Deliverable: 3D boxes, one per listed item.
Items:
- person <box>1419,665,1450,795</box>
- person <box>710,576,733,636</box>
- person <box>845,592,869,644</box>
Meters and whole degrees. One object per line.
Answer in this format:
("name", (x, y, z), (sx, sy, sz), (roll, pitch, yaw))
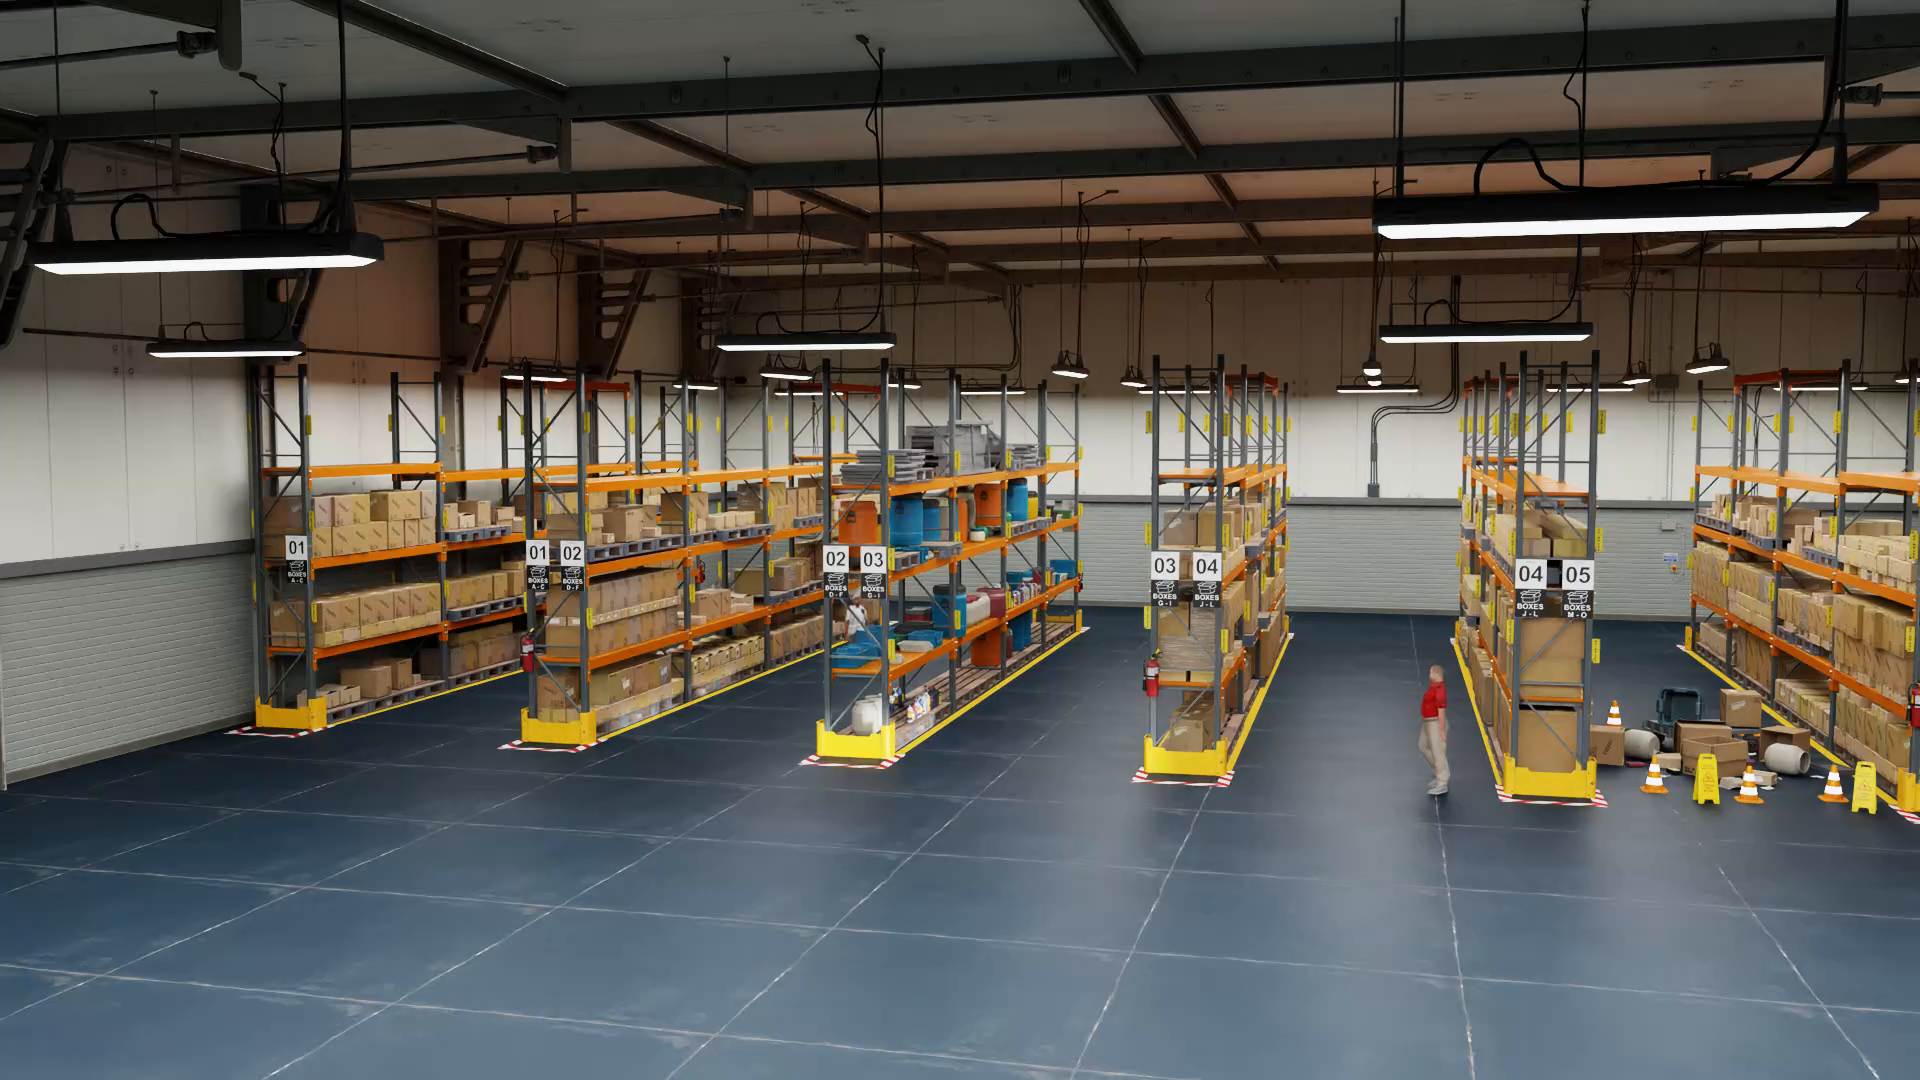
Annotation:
("person", (6.509, 2.568, 22.684), (0.419, 1.747, 0.652), (0, 4, 6))
("person", (-5.389, 1.596, 37.468), (0.661, 1.726, 0.940), (1, 4, 15))
("person", (-2.051, 1.871, 33.356), (0.458, 1.658, 0.927), (1, 4, 18))
